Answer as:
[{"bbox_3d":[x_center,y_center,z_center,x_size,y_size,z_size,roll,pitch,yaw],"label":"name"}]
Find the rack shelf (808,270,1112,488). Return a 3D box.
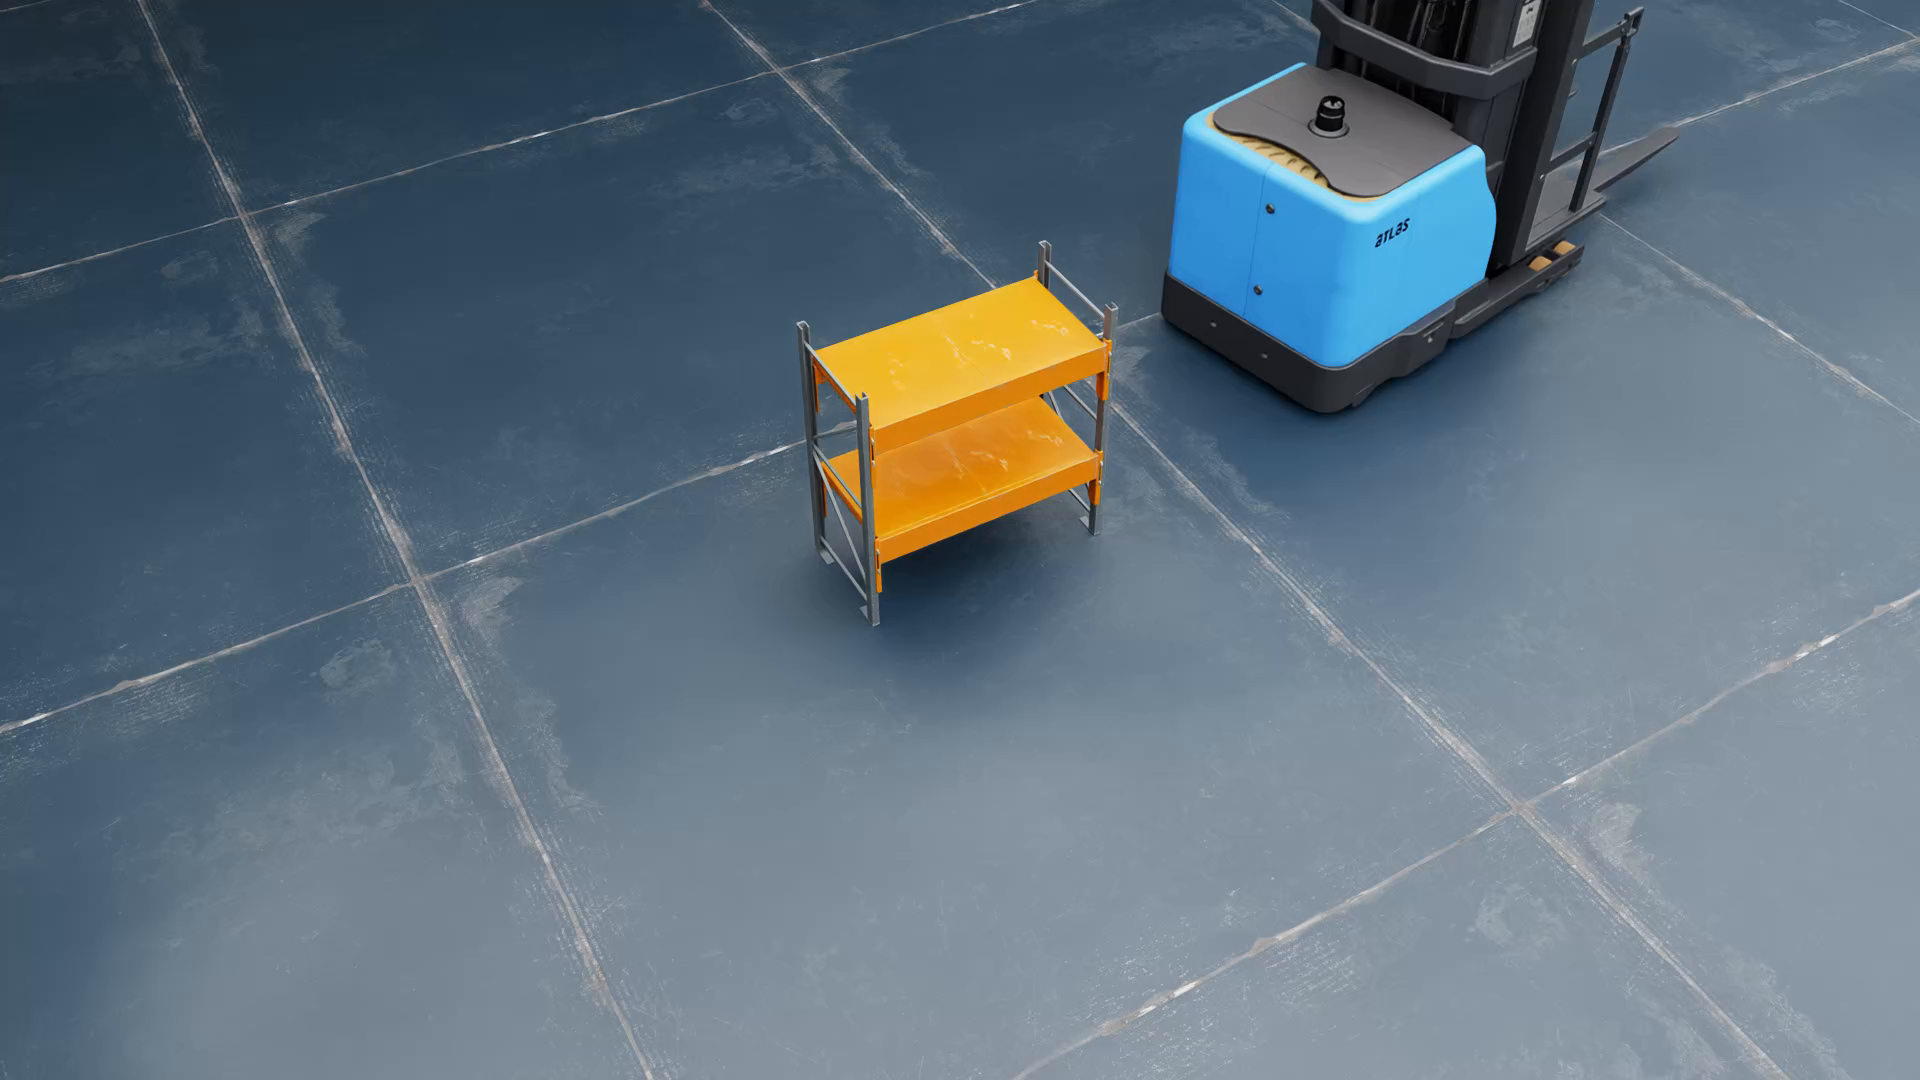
[{"bbox_3d":[-0.006,-0.611,6.152,1.000,0.278,0.538,-22,48,-21],"label":"rack shelf"}]

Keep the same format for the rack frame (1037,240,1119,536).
[{"bbox_3d":[0.435,-0.578,6.538,0.032,1.125,0.500,-22,48,-21],"label":"rack frame"}]

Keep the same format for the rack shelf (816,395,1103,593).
[{"bbox_3d":[-0.006,-0.226,6.526,1.000,0.278,0.538,-22,48,-21],"label":"rack shelf"}]

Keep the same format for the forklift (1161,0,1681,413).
[{"bbox_3d":[2.376,-2.489,7.211,3.031,2.935,1.130,-31,52,-28],"label":"forklift"}]

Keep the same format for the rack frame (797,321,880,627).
[{"bbox_3d":[-0.447,-0.225,6.174,0.032,1.125,0.500,-22,48,-21],"label":"rack frame"}]

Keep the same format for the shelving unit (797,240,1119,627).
[{"bbox_3d":[-0.006,-0.401,6.356,1.048,1.125,0.538,-22,48,-21],"label":"shelving unit"}]
